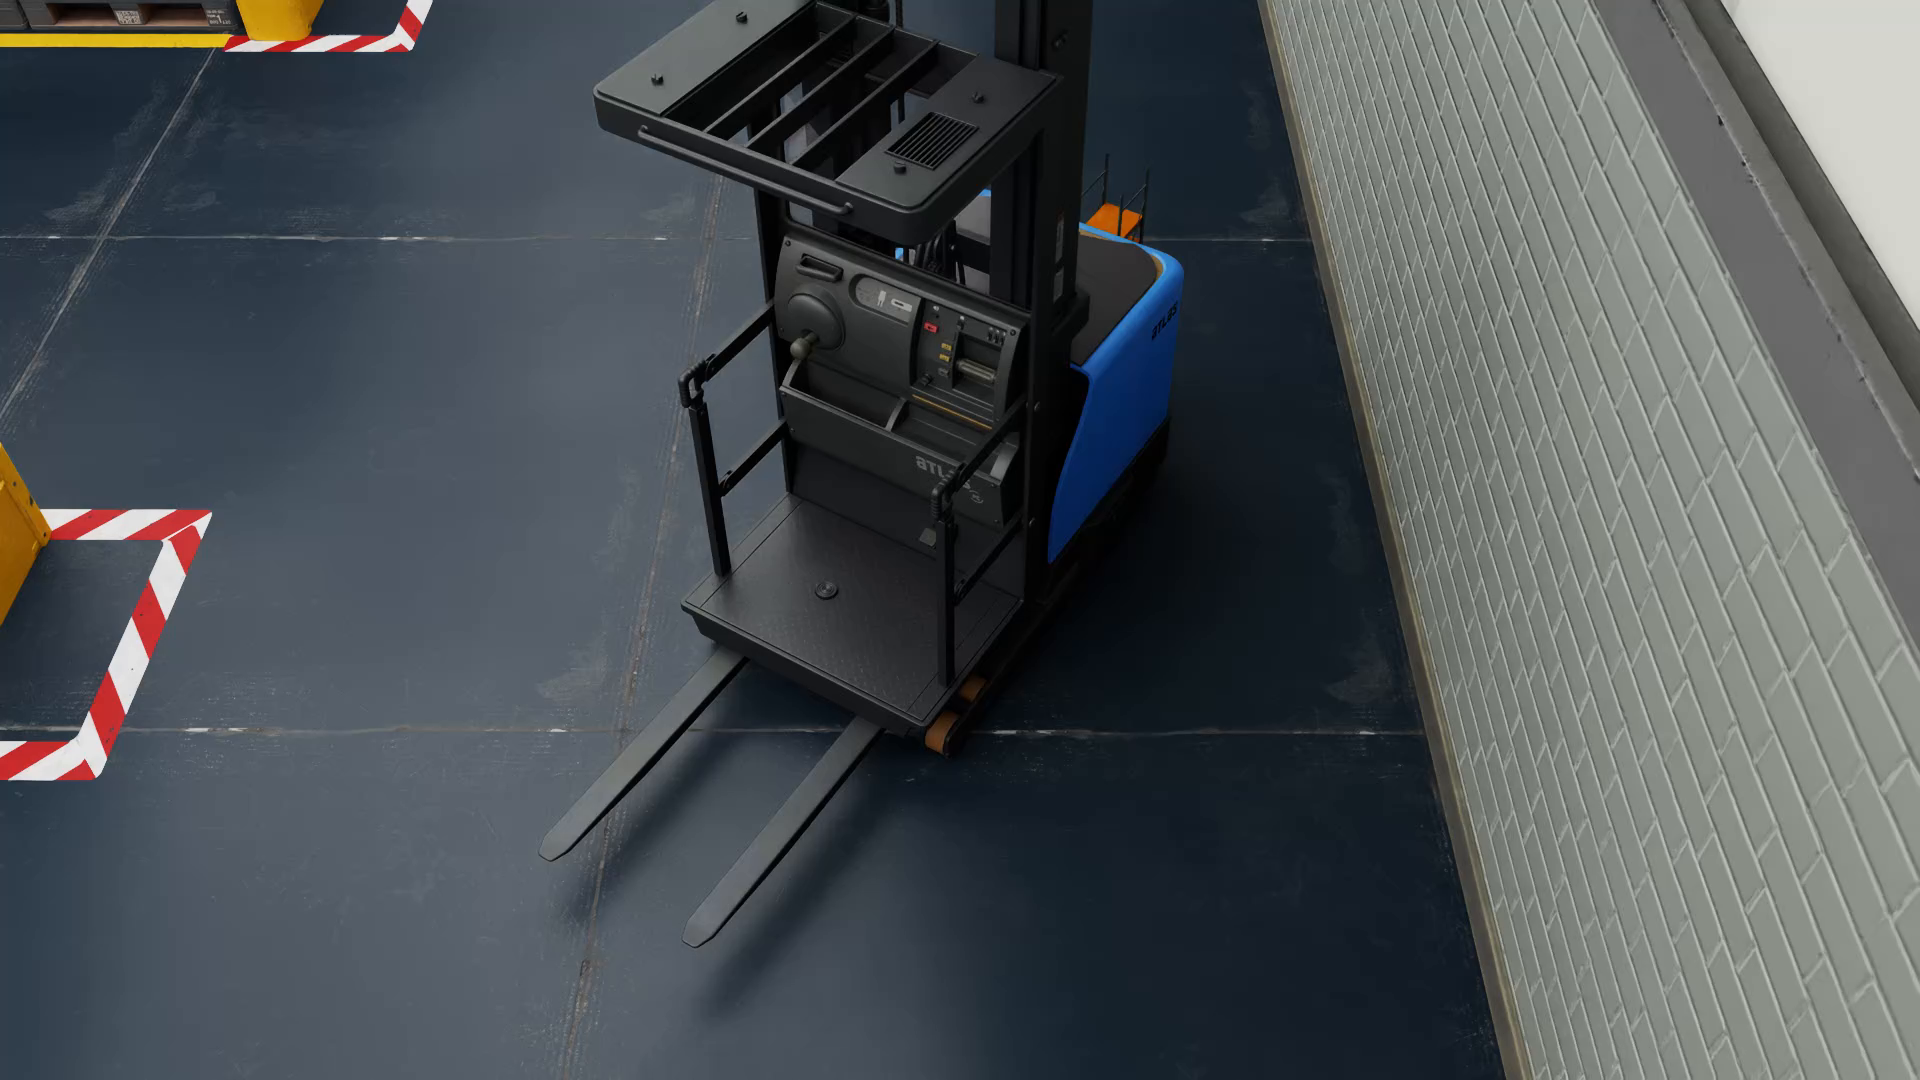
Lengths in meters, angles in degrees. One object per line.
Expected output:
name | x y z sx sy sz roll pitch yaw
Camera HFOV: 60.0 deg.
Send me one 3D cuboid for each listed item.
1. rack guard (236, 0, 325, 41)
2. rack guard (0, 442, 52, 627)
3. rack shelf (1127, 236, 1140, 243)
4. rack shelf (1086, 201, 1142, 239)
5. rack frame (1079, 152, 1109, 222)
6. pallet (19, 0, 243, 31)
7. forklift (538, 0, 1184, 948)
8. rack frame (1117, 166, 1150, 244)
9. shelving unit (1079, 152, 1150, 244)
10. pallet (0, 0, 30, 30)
rack guard | -3.898 -3.442 9.693 0.348 0.500 1.175 0 47 0
rack guard | -3.917 0.193 6.309 0.348 0.500 1.175 0 47 0
rack shelf | 0.608 -1.162 6.826 0.180 0.103 0.258 24 52 21
rack shelf | 0.608 -1.244 6.738 0.180 0.103 0.258 24 52 21
rack frame | 0.530 -1.064 7.002 0.006 1.200 0.240 24 52 21
pallet | -4.747 -3.364 9.818 1.213 0.211 1.003 0 47 0
forklift | -0.329 -0.612 5.398 1.130 2.935 3.031 24 52 21
rack frame | 0.685 -0.993 6.936 0.006 1.200 0.240 24 52 21
shelving unit | 0.608 -1.029 6.969 0.189 1.200 0.258 24 52 21
pallet | -5.964 -3.370 9.823 1.213 0.211 1.003 0 47 0
